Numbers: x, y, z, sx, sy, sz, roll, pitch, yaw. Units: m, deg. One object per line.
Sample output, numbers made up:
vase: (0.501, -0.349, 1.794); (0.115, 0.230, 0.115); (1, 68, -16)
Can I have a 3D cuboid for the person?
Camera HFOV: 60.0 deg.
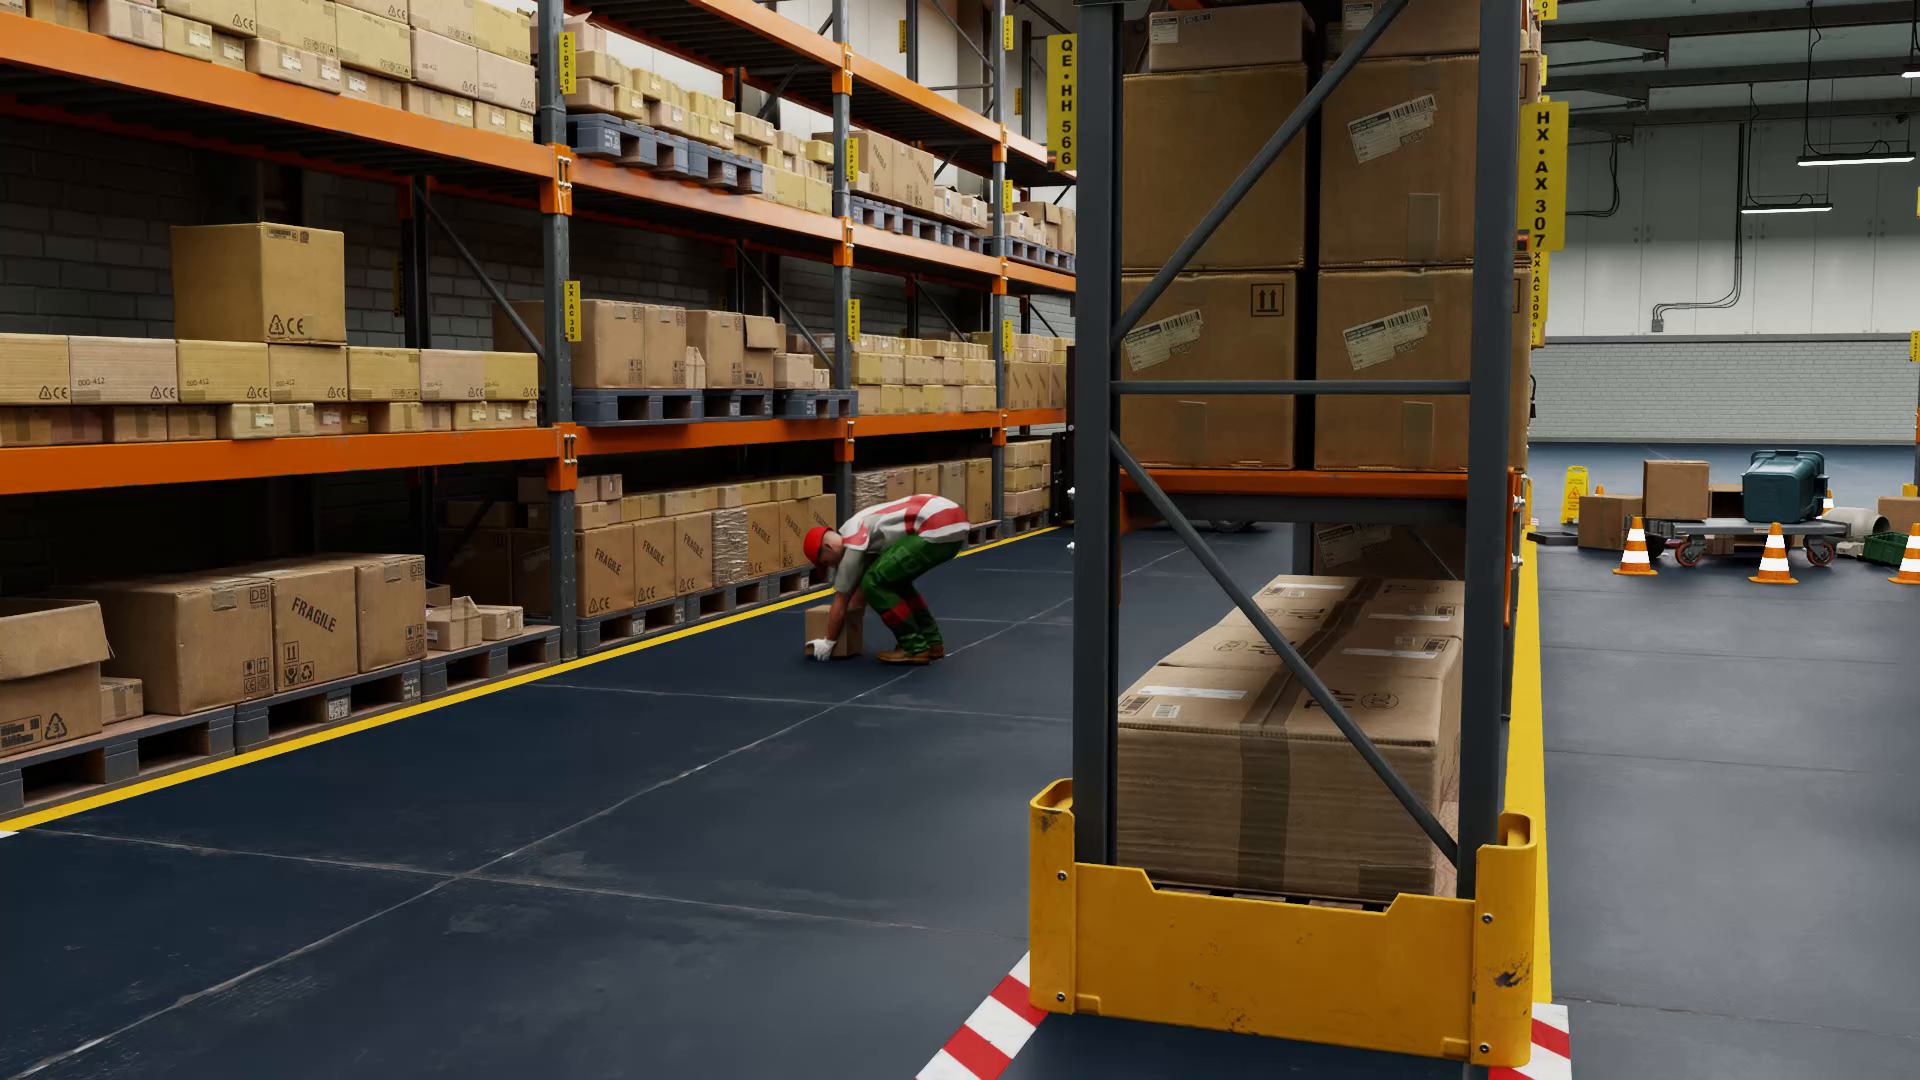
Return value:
person: (-0.256, -0.209, 9.191); (0.451, 1.778, 0.611); (1, 5, 15)
